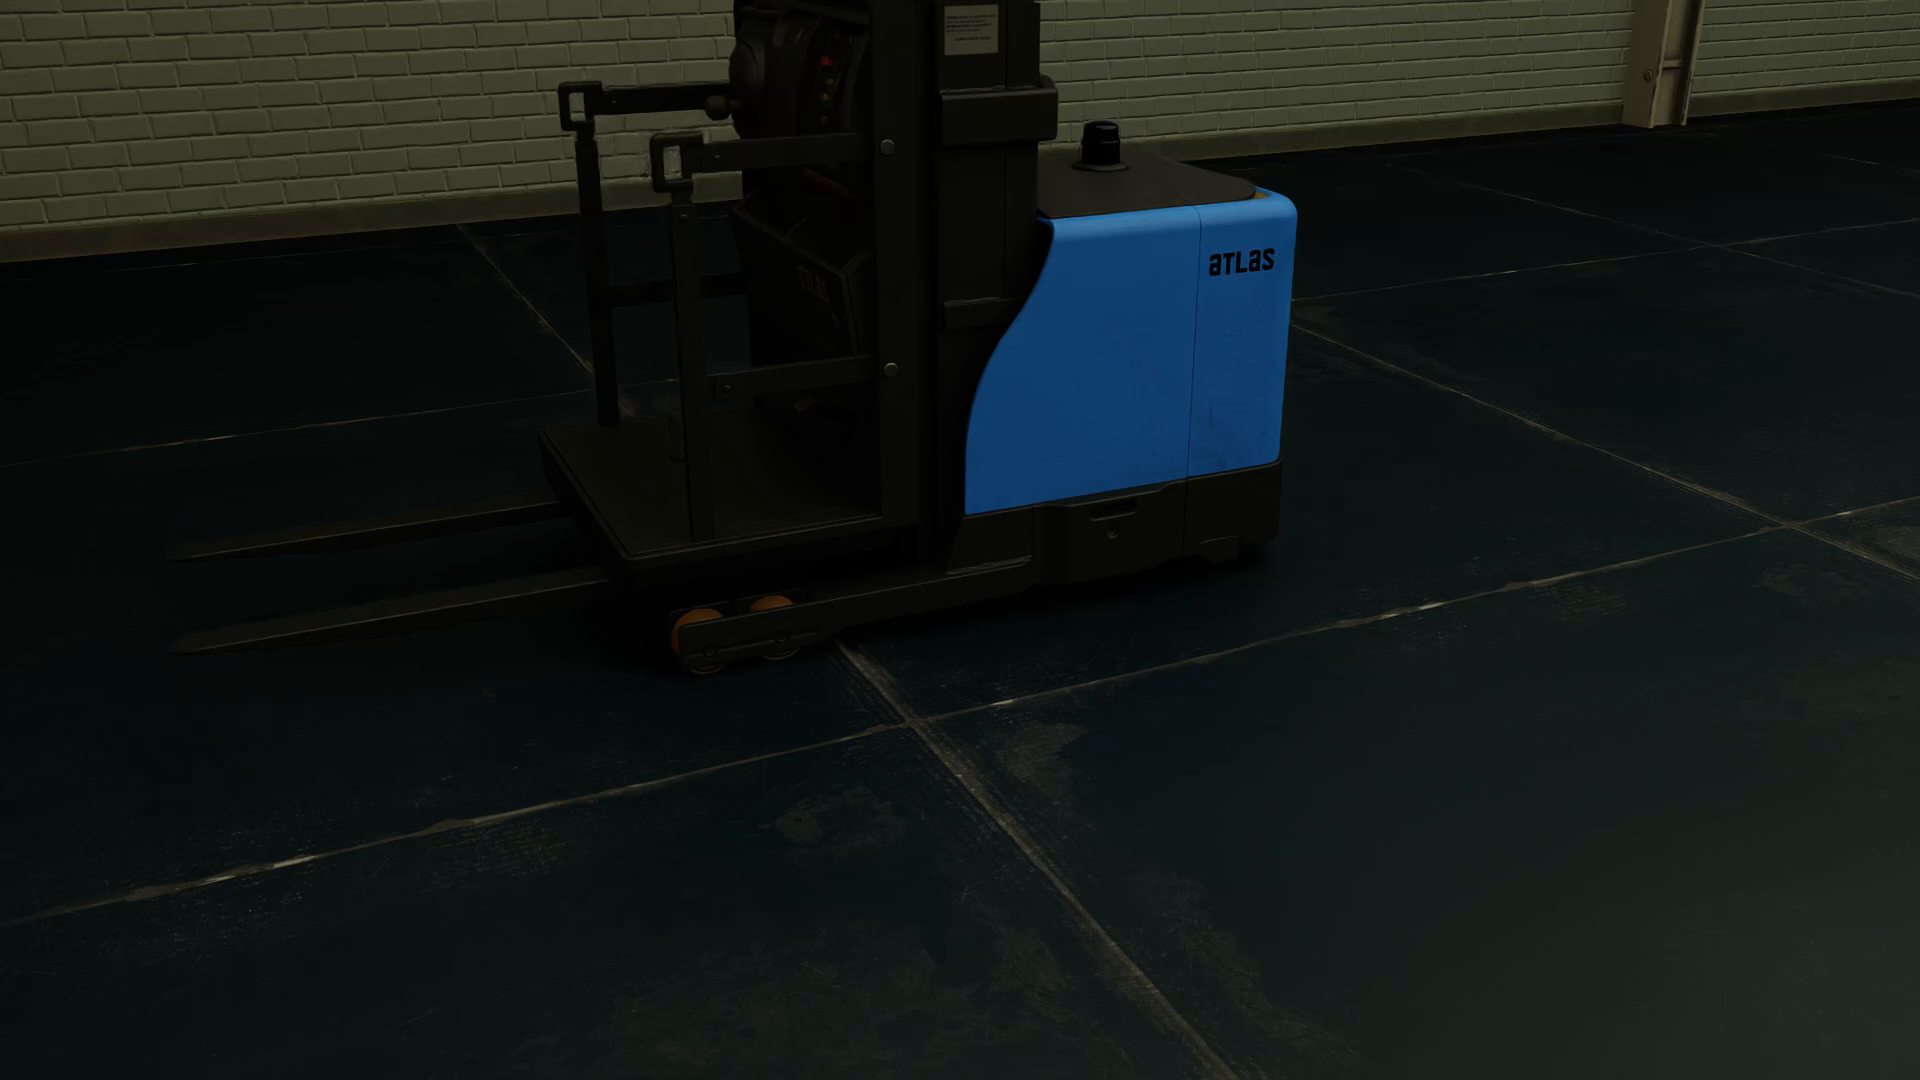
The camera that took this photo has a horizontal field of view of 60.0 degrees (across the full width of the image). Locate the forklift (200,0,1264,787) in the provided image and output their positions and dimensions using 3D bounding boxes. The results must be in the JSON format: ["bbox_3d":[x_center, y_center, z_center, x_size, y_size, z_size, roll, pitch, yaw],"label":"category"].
[{"bbox_3d":[-0.447,-1.168,4.098,1.130,2.935,3.031,19,29,39],"label":"forklift"}]
